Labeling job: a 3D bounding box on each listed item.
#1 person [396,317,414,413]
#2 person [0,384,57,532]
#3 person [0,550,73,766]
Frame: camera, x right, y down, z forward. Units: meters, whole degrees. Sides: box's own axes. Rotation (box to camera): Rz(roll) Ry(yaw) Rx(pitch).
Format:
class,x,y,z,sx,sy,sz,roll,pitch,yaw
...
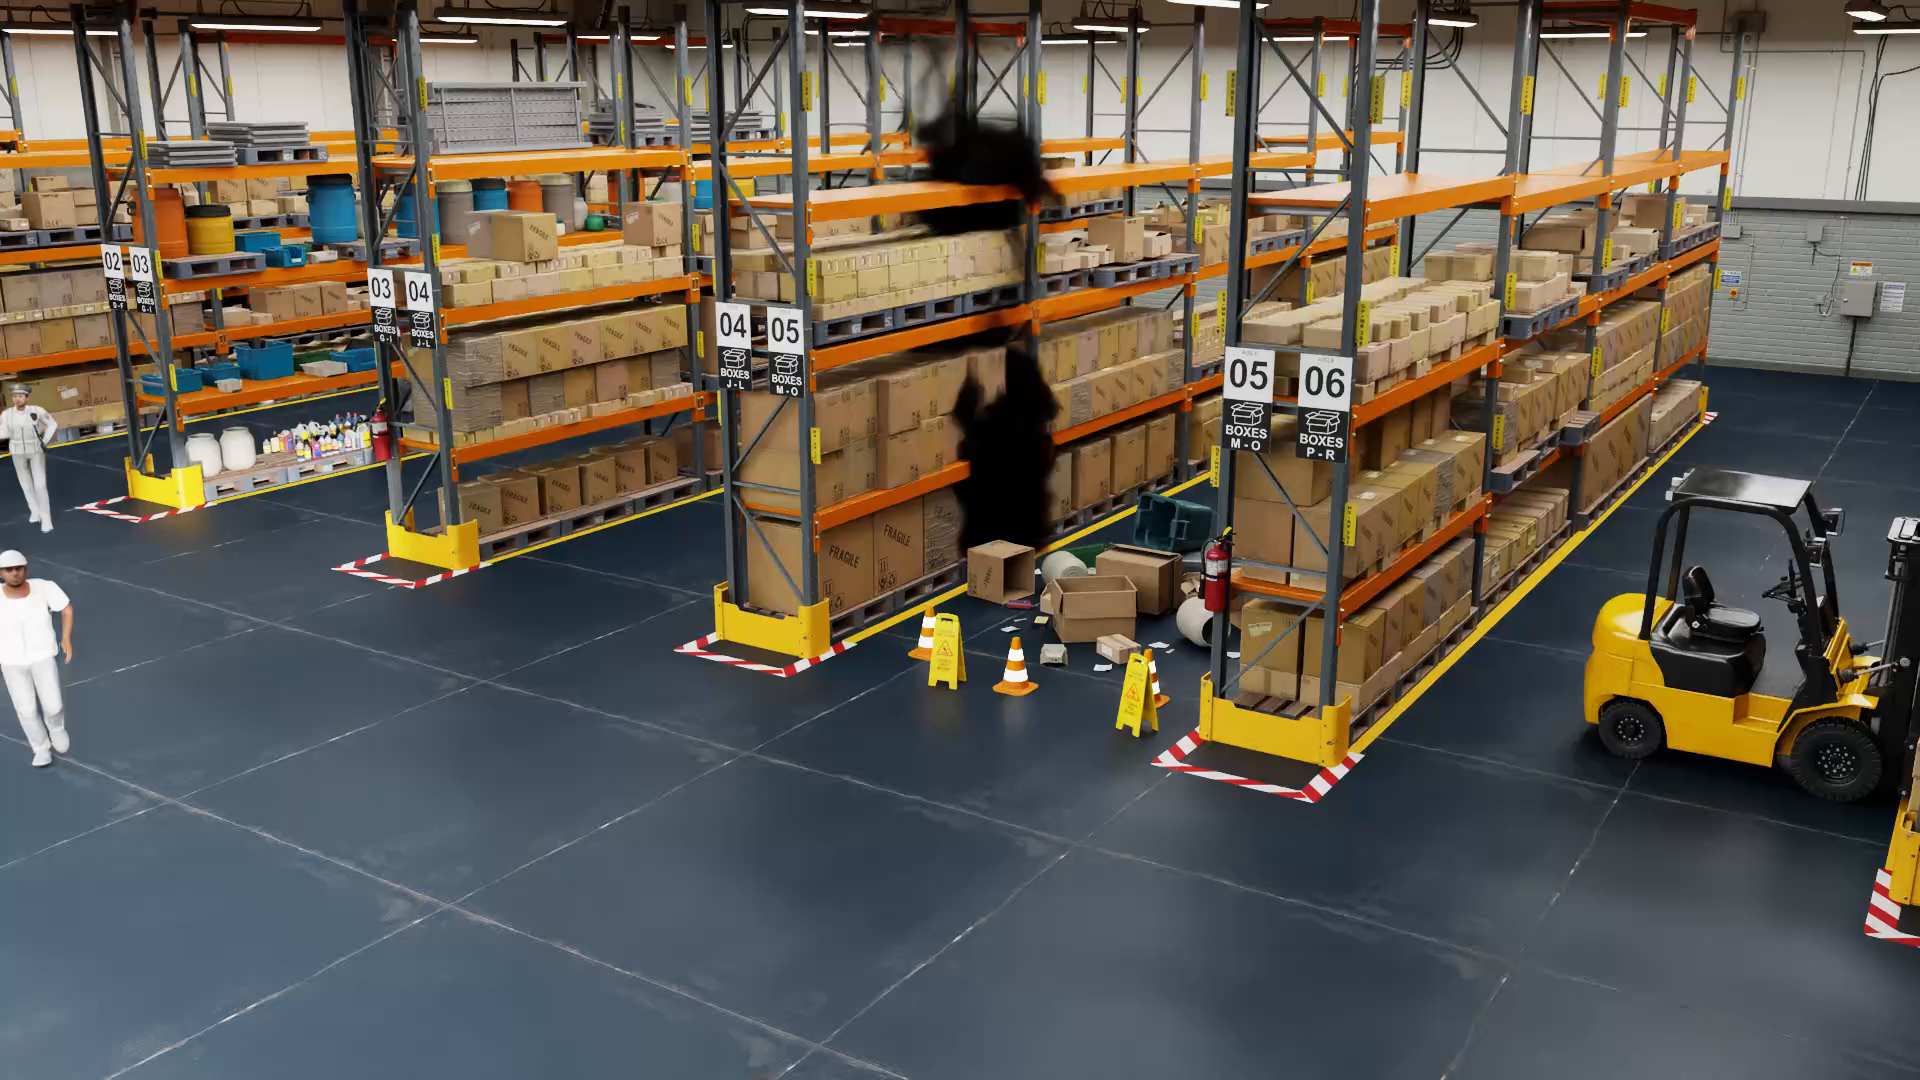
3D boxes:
class,x,y,z,sx,sy,sz,roll,pitch,yaw
person,-8.888,-2.858,26.240,0.640,1.755,0.645,7,17,23
person,-10.969,-0.976,19.586,0.614,1.763,0.656,-5,16,-16
person,-7.132,0.910,12.704,0.712,1.725,0.573,-8,18,-28
